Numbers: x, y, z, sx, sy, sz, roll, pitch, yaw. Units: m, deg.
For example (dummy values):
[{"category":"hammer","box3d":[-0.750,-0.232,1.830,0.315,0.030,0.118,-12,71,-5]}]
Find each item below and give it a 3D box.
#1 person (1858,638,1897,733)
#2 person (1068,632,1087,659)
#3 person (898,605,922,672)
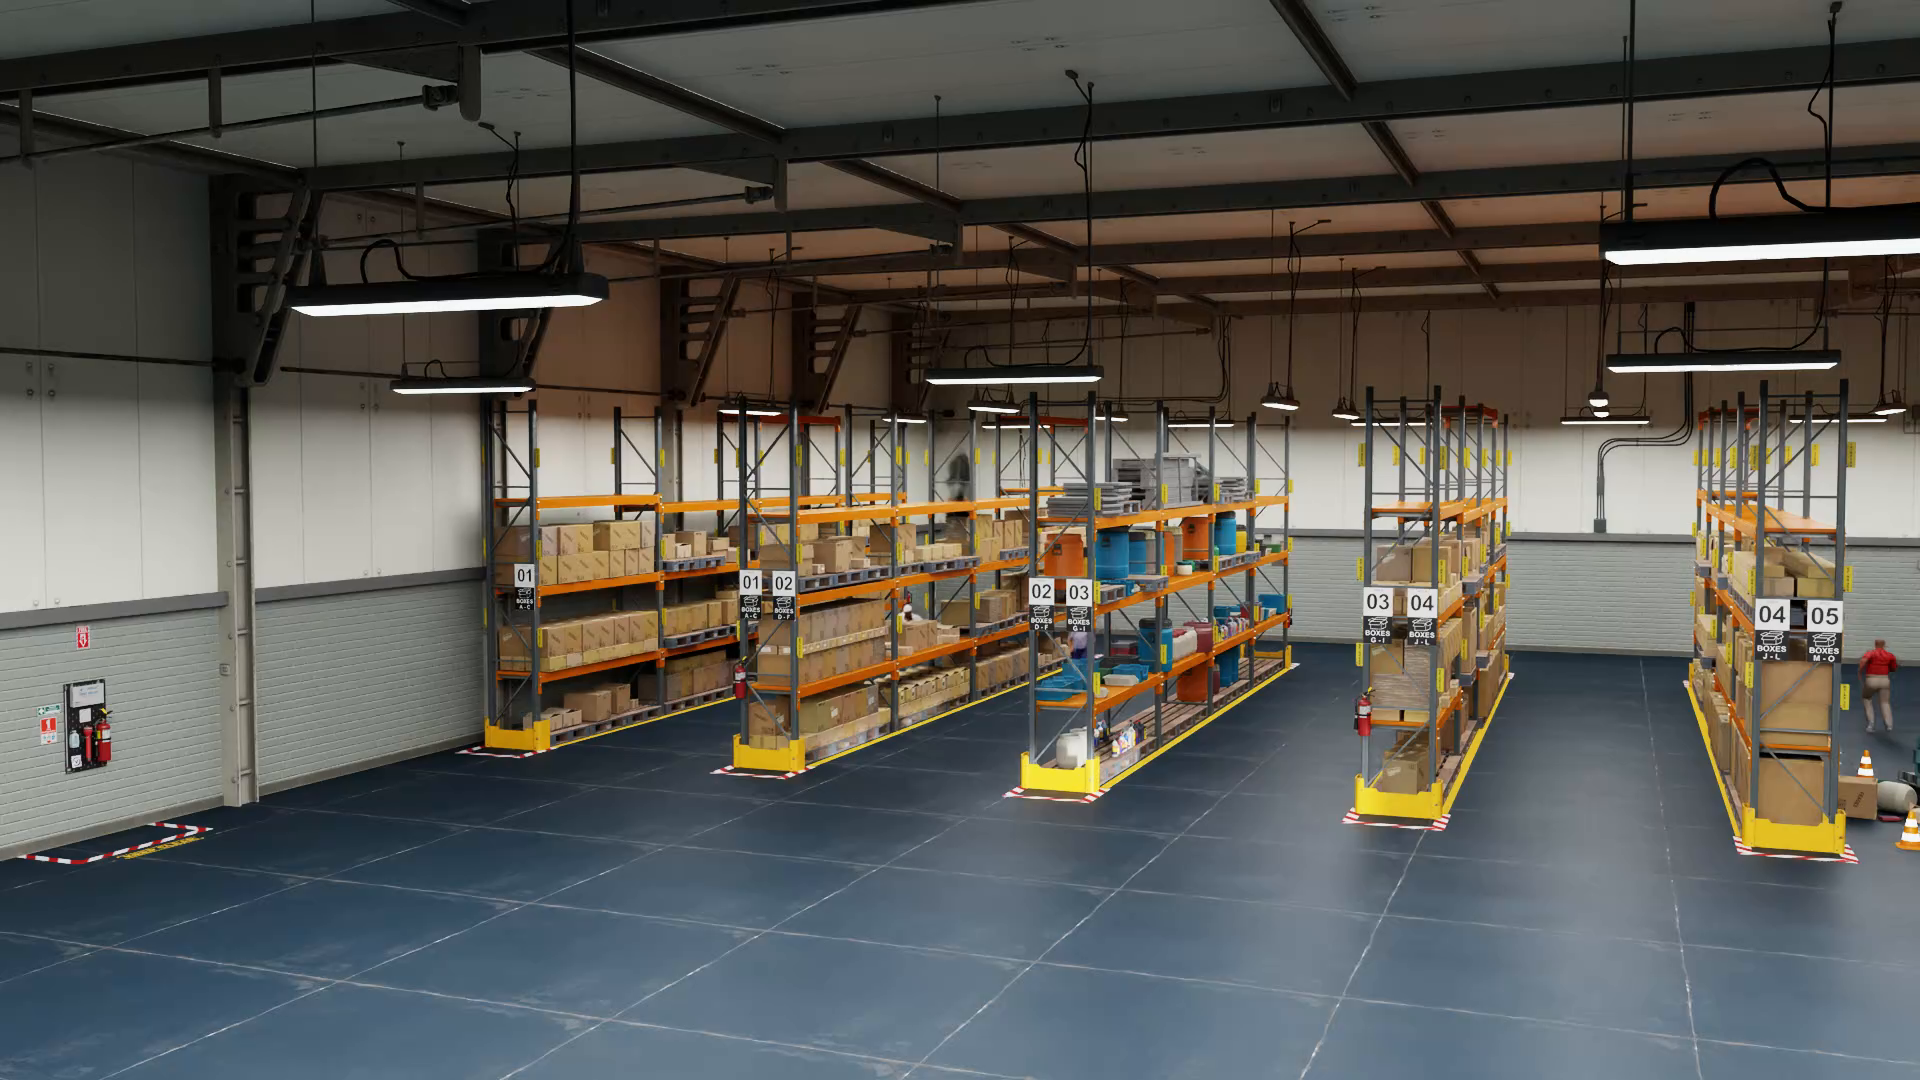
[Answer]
[{"category":"person","box3d":[16.653,2.664,30.201,0.671,1.774,0.901,1,3,18]},{"category":"person","box3d":[2.604,2.439,35.770,0.595,1.601,0.561,1,3,11]},{"category":"person","box3d":[-1.121,2.310,38.086,0.746,1.715,1.060,1,3,14]}]
